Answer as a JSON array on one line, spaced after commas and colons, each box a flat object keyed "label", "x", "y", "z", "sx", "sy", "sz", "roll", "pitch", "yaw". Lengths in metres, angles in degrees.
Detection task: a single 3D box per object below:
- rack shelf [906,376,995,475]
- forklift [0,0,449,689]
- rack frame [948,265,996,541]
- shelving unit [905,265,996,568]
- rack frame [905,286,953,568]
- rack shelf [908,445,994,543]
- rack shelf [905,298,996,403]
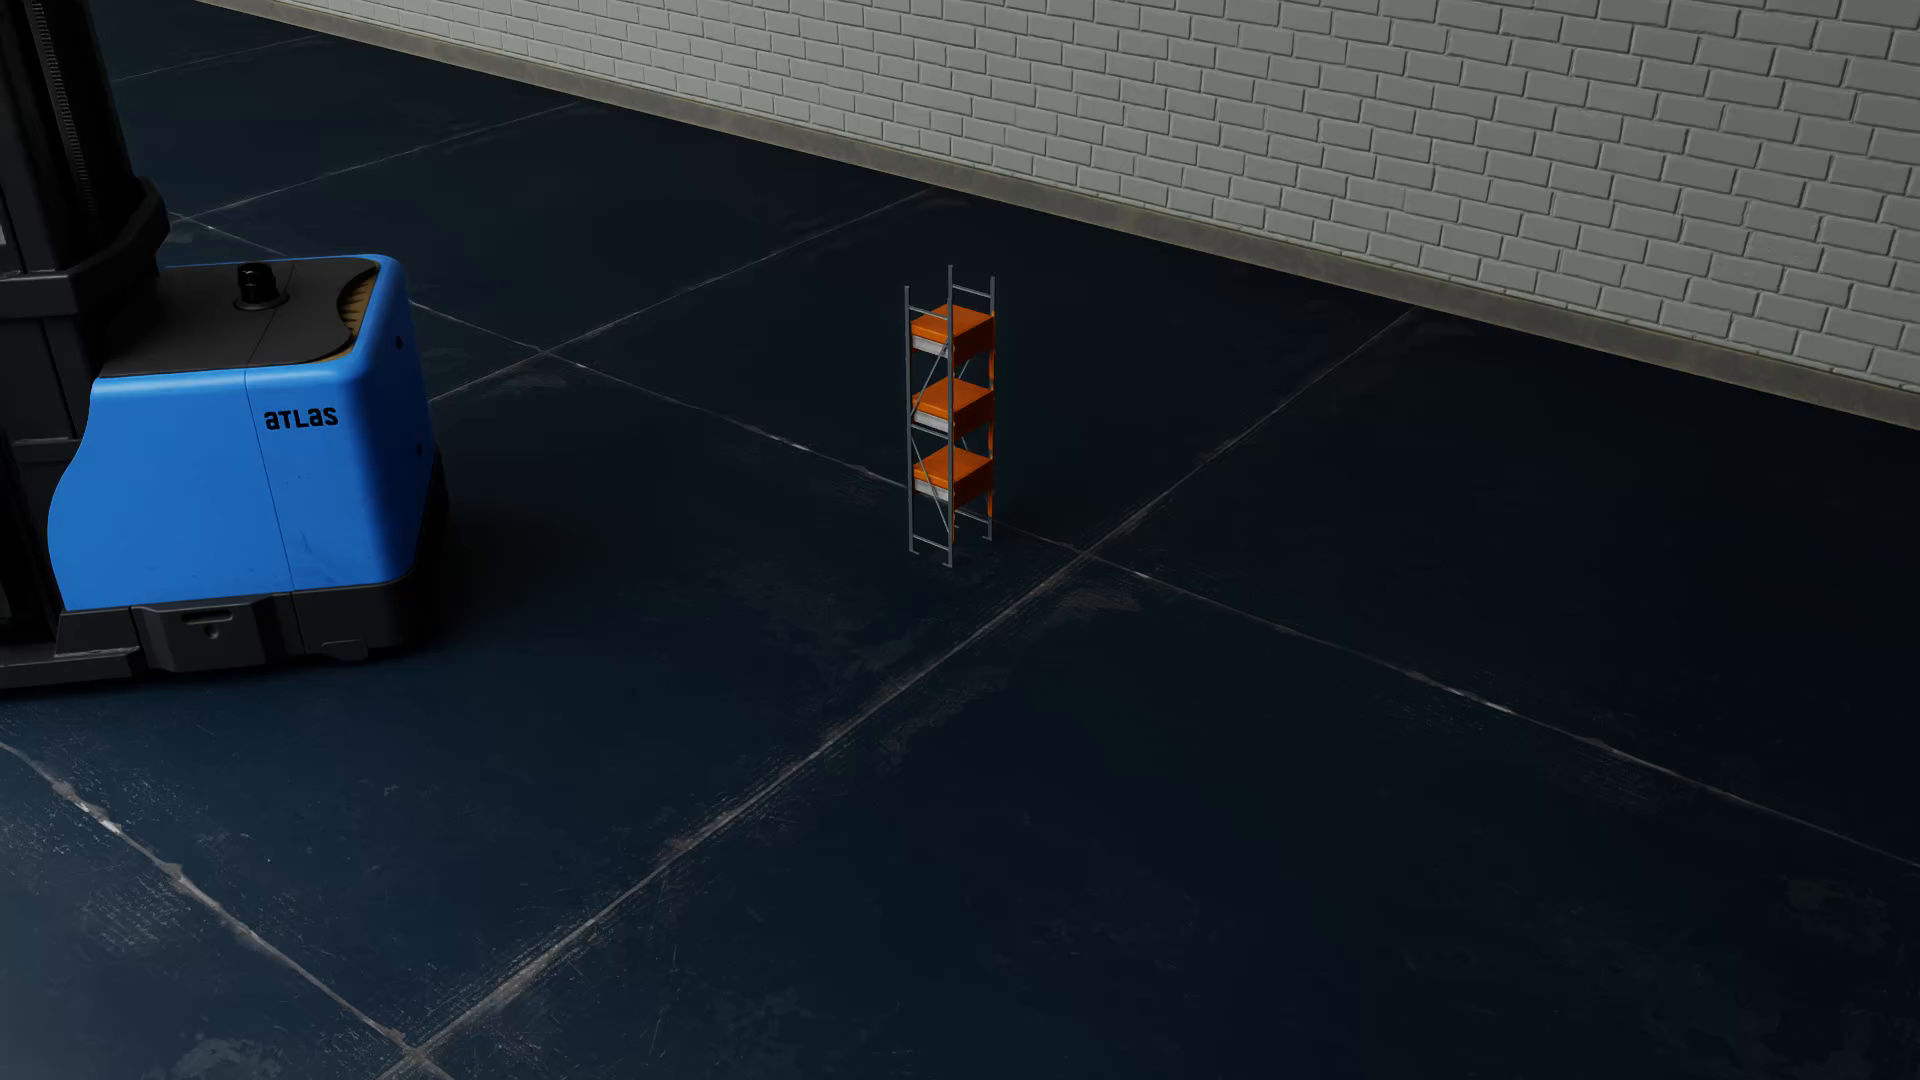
[{"label": "rack shelf", "x": -0.032, "y": -0.421, "z": 5.951, "sx": 0.215, "sy": 0.259, "sz": 0.240, "roll": 21, "pitch": 37, "yaw": 31}, {"label": "forklift", "x": -3.362, "y": -0.984, "z": 5.036, "sx": 3.031, "sy": 2.935, "sz": 1.130, "roll": -5, "pitch": 31, "yaw": -9}, {"label": "rack frame", "x": 0.041, "y": -0.479, "z": 6.029, "sx": 0.200, "sy": 1.050, "sz": 0.008, "roll": 21, "pitch": 37, "yaw": 31}, {"label": "shelving unit", "x": -0.032, "y": -0.430, "z": 5.946, "sx": 0.215, "sy": 1.050, "sz": 0.252, "roll": 21, "pitch": 37, "yaw": 31}, {"label": "rack frame", "x": -0.106, "y": -0.380, "z": 5.862, "sx": 0.200, "sy": 1.050, "sz": 0.008, "roll": 21, "pitch": 37, "yaw": 31}, {"label": "rack shelf", "x": -0.032, "y": -0.182, "z": 6.093, "sx": 0.215, "sy": 0.259, "sz": 0.240, "roll": 21, "pitch": 37, "yaw": 31}, {"label": "rack shelf", "x": -0.032, "y": -0.665, "z": 5.806, "sx": 0.215, "sy": 0.259, "sz": 0.240, "roll": 21, "pitch": 37, "yaw": 31}]
